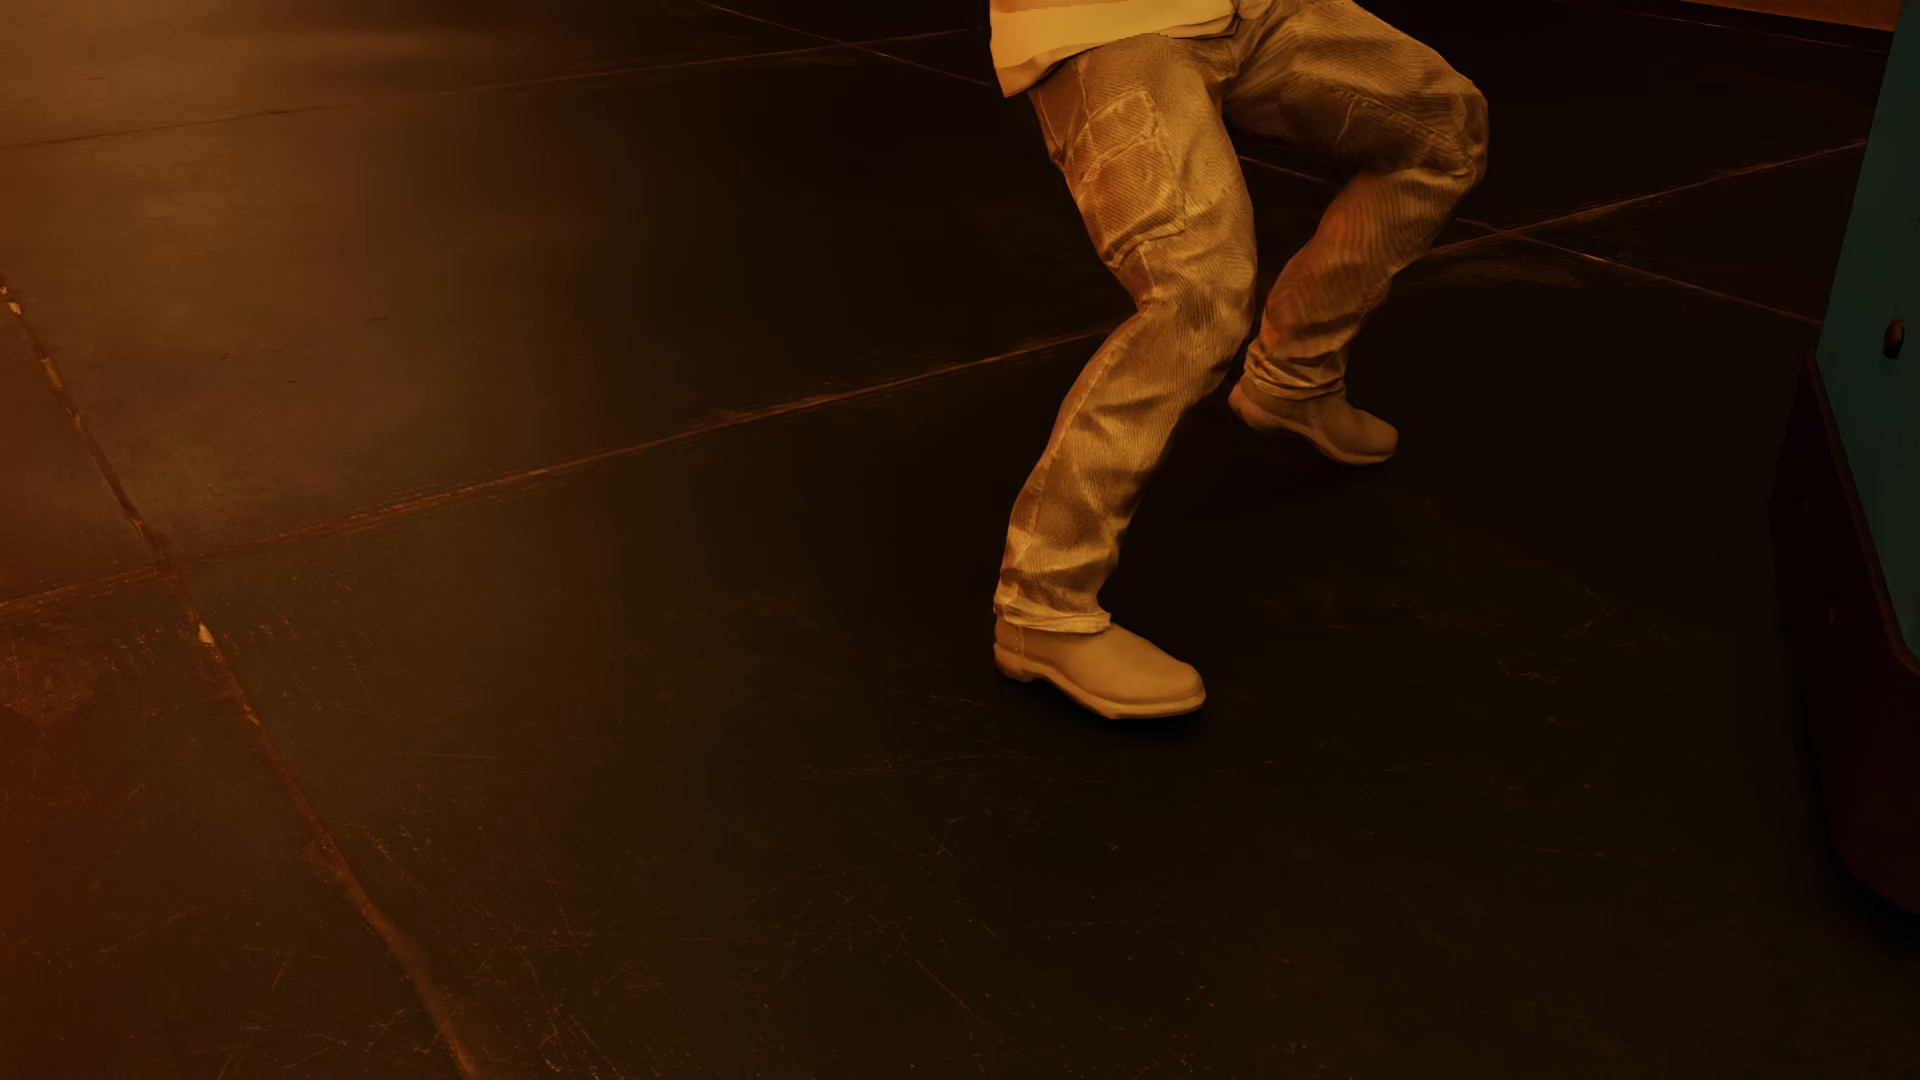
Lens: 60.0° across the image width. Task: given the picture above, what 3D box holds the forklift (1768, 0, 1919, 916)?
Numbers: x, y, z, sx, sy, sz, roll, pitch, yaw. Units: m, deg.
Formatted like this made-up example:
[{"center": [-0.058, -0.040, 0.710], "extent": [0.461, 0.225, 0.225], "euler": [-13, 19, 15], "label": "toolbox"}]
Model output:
[{"center": [2.467, -0.884, 0.993], "extent": [3.031, 2.935, 1.130], "euler": [9, 28, 17], "label": "forklift"}]

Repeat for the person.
[{"center": [0.415, -0.673, 2.119], "extent": [0.792, 1.552, 1.040], "euler": [21, 33, 36], "label": "person"}]
